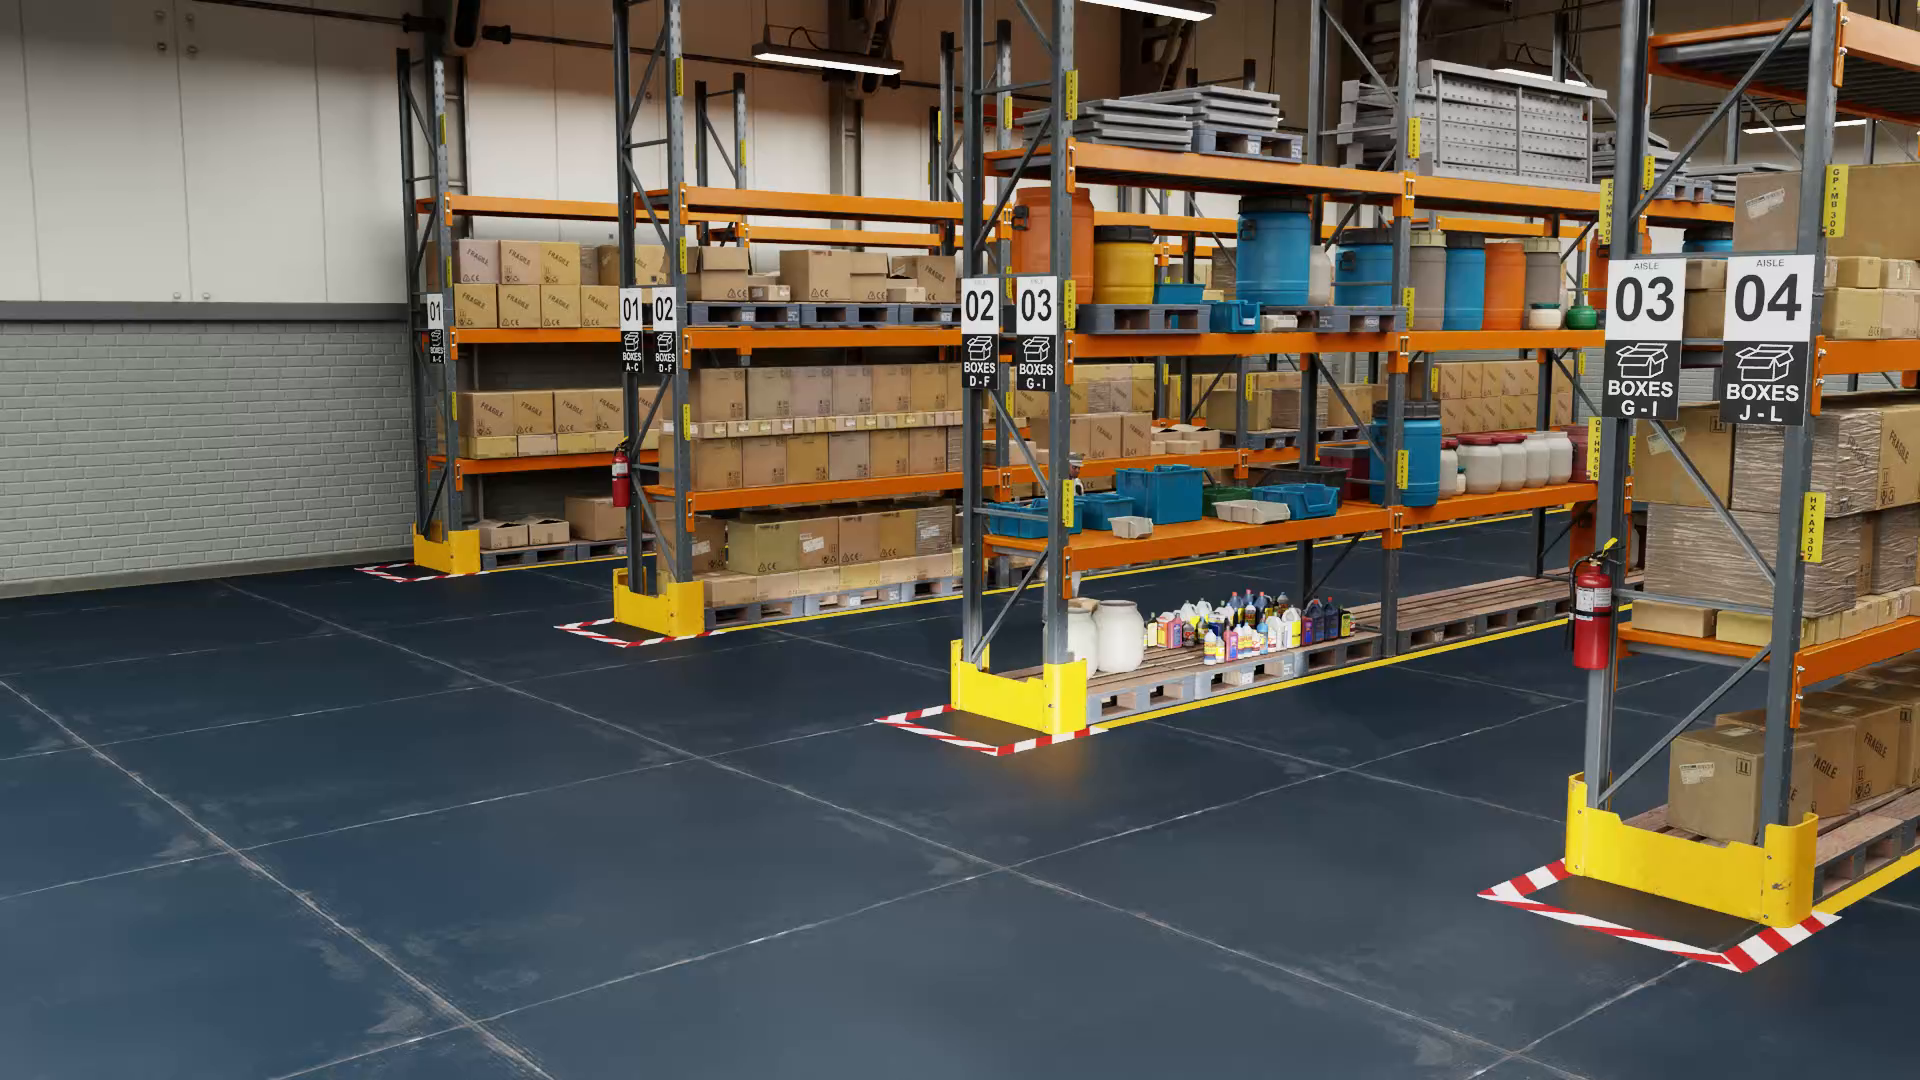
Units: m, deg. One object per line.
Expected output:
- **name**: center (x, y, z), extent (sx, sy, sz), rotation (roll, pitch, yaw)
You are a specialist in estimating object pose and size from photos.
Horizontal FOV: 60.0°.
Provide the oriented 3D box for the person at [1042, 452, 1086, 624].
- **person**: center (0.999, -0.021, 15.945), extent (0.505, 1.659, 0.392), rotation (-6, 10, -40)
